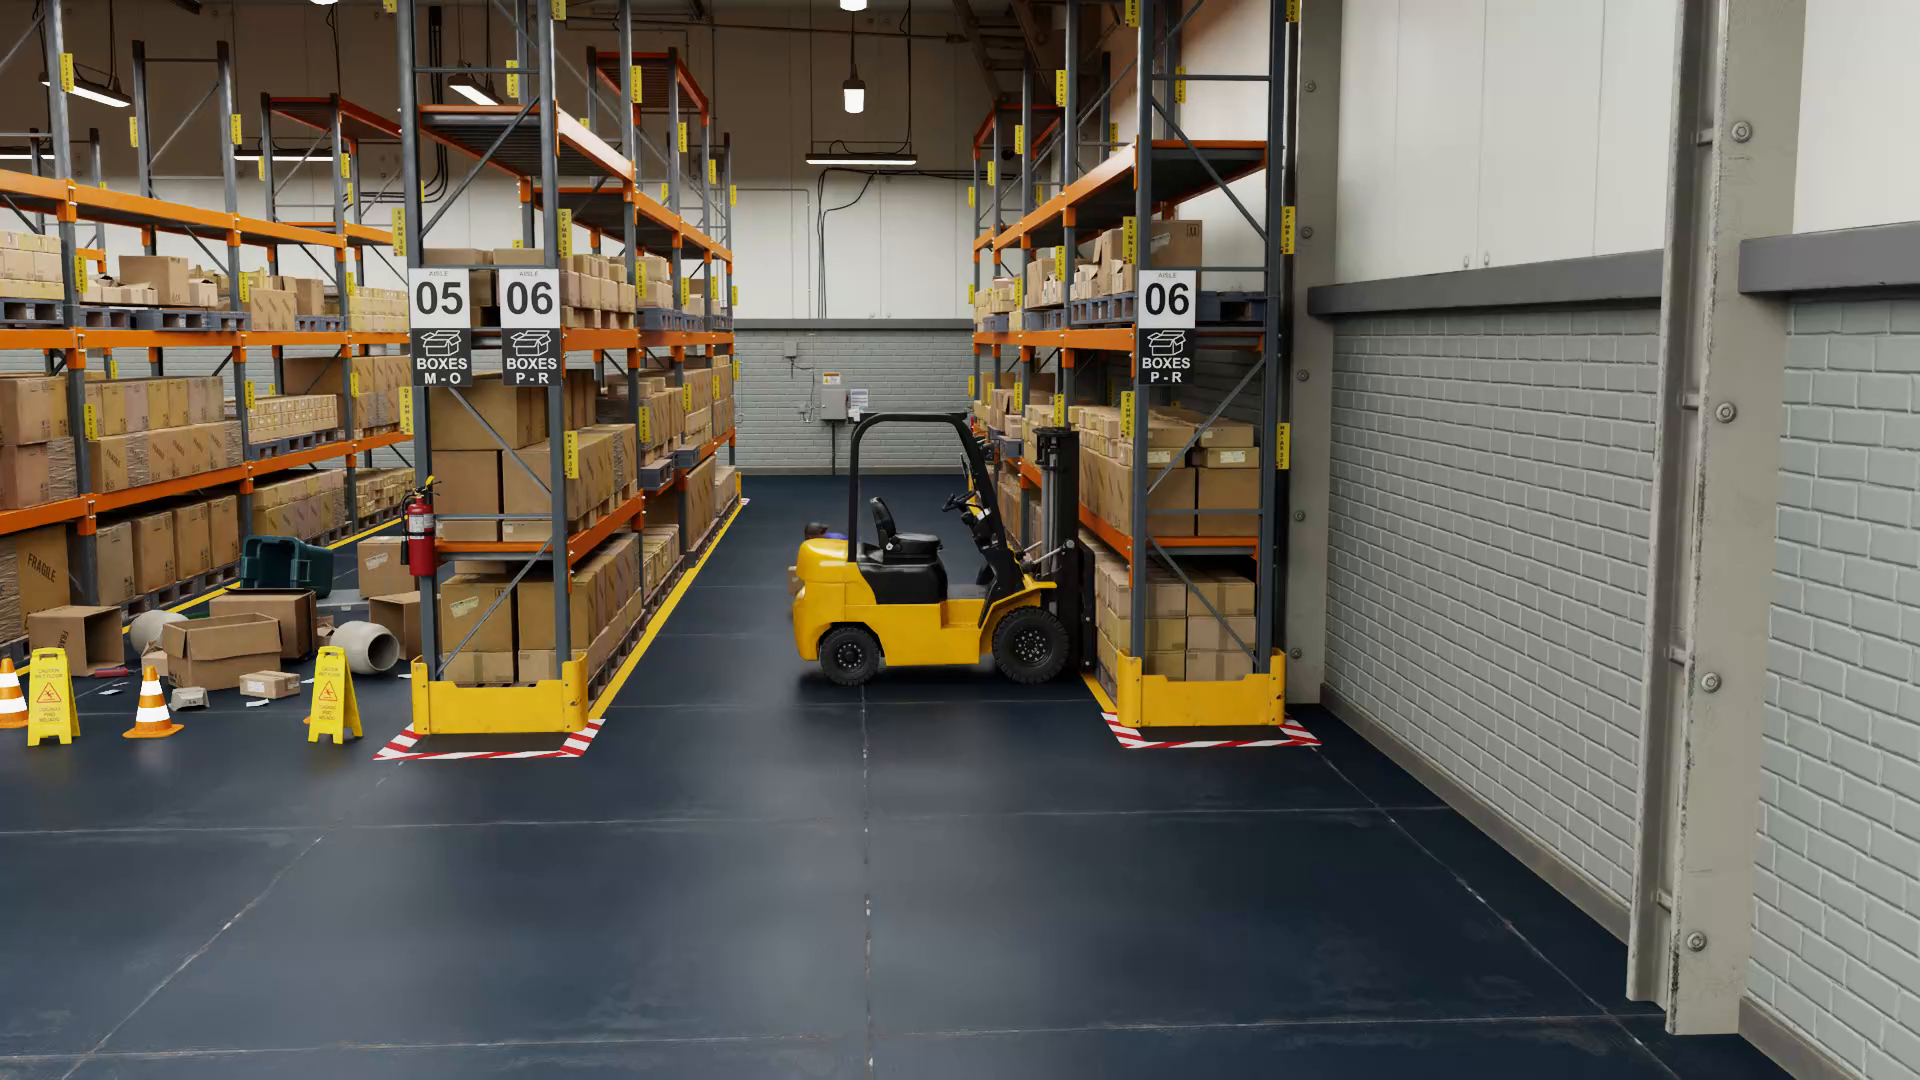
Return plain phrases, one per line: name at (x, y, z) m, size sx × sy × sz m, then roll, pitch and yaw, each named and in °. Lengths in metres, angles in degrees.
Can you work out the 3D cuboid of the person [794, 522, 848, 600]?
person at (-1.255, 0.273, 16.617) m, size 0.814 × 0.928 × 0.496 m, roll -1°, pitch 7°, yaw -4°
